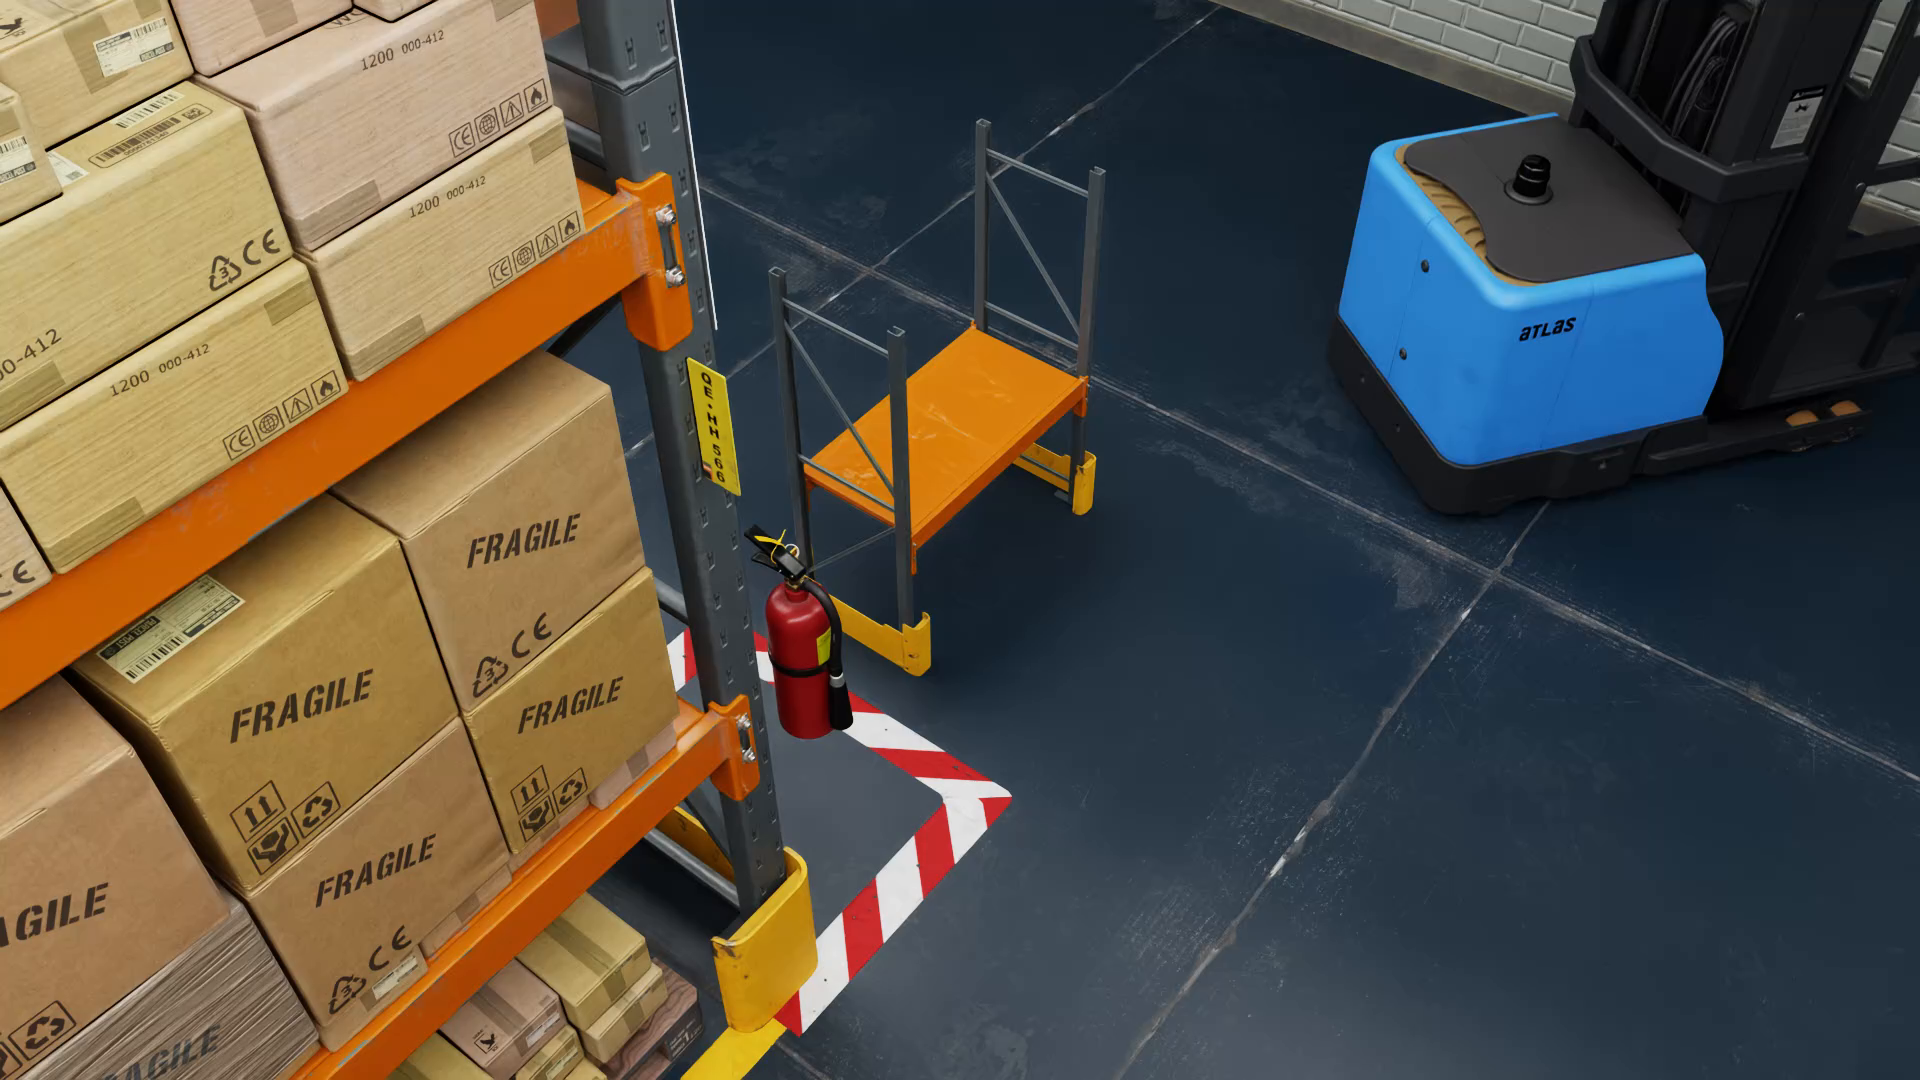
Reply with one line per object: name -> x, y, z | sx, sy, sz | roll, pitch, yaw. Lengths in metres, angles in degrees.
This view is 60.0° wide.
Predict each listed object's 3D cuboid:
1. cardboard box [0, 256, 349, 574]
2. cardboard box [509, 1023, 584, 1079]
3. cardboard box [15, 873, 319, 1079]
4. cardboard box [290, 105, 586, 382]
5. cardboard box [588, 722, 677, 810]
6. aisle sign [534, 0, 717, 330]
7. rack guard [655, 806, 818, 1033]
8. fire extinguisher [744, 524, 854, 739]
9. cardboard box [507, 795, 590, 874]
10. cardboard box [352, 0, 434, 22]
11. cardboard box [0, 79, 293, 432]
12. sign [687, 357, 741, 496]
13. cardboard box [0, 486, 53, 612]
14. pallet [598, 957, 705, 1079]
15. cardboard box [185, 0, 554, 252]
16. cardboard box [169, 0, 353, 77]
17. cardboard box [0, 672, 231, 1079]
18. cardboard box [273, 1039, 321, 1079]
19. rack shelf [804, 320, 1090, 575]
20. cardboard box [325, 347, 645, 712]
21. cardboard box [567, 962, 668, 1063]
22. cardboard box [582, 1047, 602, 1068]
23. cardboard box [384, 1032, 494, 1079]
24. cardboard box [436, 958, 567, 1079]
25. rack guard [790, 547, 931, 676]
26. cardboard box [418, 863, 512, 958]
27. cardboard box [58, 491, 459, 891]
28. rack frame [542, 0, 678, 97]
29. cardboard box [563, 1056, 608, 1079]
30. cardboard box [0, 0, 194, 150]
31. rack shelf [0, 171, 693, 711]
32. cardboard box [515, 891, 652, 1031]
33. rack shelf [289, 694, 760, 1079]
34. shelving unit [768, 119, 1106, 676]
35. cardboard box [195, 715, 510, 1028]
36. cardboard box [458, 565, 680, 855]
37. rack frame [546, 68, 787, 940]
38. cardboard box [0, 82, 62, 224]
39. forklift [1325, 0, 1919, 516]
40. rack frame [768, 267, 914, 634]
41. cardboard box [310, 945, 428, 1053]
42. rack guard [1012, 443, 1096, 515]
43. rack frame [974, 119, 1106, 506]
cardboard box -> -1.299, -0.285, 2.477 | 0.500, 0.250, 0.500 | 29, 53, 25
cardboard box -> -1.224, 1.318, 4.392 | 0.380, 0.149, 0.250 | 28, 52, 24
cardboard box -> -1.617, 0.848, 3.091 | 0.500, 0.500, 0.500 | 29, 53, 25
cardboard box -> -0.993, -0.580, 2.759 | 0.500, 0.250, 0.500 | 28, 52, 24
cardboard box -> -0.900, 0.425, 3.943 | 0.380, 0.149, 0.250 | 29, 53, 25
aisle sign -> -0.642, -0.780, 3.123 | 0.394, 0.787, 0.004 | 29, 53, 25
rack guard -> -0.971, 0.934, 5.012 | 1.175, 0.500, 0.348 | 29, 53, 25
fire extinguisher -> -0.405, 0.243, 4.255 | 0.296, 0.674, 0.183 | 29, 53, 25
cardboard box -> -1.082, 0.551, 3.823 | 0.380, 0.149, 0.250 | 29, 53, 25
cardboard box -> -0.895, -0.947, 2.488 | 0.380, 0.149, 0.250 | 29, 53, 25
cardboard box -> -1.316, -0.461, 2.299 | 0.500, 0.250, 0.500 | 28, 52, 24
sign -> -0.497, -0.225, 3.371 | 0.100, 0.325, 0.005 | 29, 53, 25
cardboard box -> -1.613, -0.007, 2.211 | 0.500, 0.250, 0.500 | 31, 54, 26
pallet -> -1.495, 1.483, 4.687 | 1.003, 0.211, 1.213 | 29, 53, 25
cardboard box -> -1.005, -0.754, 2.579 | 0.500, 0.250, 0.500 | 28, 52, 24
cardboard box -> -1.106, -0.840, 2.386 | 0.380, 0.149, 0.250 | 30, 53, 25
cardboard box -> -1.628, 0.508, 2.724 | 0.500, 0.500, 0.500 | 32, 54, 27
cardboard box -> -1.545, 0.995, 3.398 | 0.380, 0.149, 0.250 | 27, 52, 23
rack shelf -> -0.052, -0.345, 5.791 | 0.538, 0.185, 1.000 | 29, 53, 25
cardboard box -> -1.007, -0.084, 3.289 | 0.500, 0.500, 0.500 | 28, 52, 24
cardboard box -> -1.021, 1.192, 4.512 | 0.380, 0.149, 0.250 | 28, 52, 24
cardboard box -> -1.081, 1.260, 4.653 | 0.380, 0.149, 0.250 | 30, 53, 26
cardboard box -> -1.304, 1.399, 4.109 | 0.380, 0.149, 0.250 | 28, 52, 24
cardboard box -> -1.246, 1.195, 4.304 | 0.380, 0.149, 0.250 | 30, 53, 26
rack guard -> -0.351, 0.242, 5.846 | 0.587, 0.250, 0.087 | 29, 53, 25
cardboard box -> -1.223, 0.701, 3.679 | 0.380, 0.149, 0.250 | 29, 53, 25
cardboard box -> -1.317, 0.206, 3.012 | 0.500, 0.500, 0.500 | 27, 52, 24
rack frame -> -0.924, -2.045, 1.980 | 1.000, 3.000, 0.127 | 29, 53, 25
cardboard box -> -1.158, 1.452, 4.469 | 0.380, 0.149, 0.250 | 31, 54, 26
cardboard box -> -1.280, -0.702, 2.254 | 0.380, 0.149, 0.250 | 28, 52, 24
rack shelf -> -2.147, 0.384, 2.232 | 1.077, 0.370, 4.000 | 29, 53, 25
cardboard box -> -1.047, 1.076, 4.417 | 0.380, 0.149, 0.250 | 30, 53, 25
rack shelf -> -2.147, 1.420, 3.317 | 1.077, 0.370, 4.000 | 29, 53, 25
shelving unit -> -0.047, -0.474, 5.666 | 0.587, 1.500, 1.083 | 29, 53, 25
cardboard box -> -1.314, 0.553, 3.372 | 0.500, 0.500, 0.500 | 28, 53, 24
cardboard box -> -0.995, 0.261, 3.652 | 0.500, 0.500, 0.500 | 30, 53, 26
rack frame -> -0.924, 0.027, 4.150 | 1.000, 3.000, 0.127 | 29, 53, 25
cardboard box -> -1.355, -0.503, 2.064 | 0.380, 0.149, 0.250 | 30, 53, 26
forklift -> 3.086, -1.717, 5.863 | 3.031, 2.935, 1.130 | -12, 48, -11
rack frame -> -0.363, -0.178, 5.383 | 0.500, 1.500, 0.032 | 29, 53, 25
cardboard box -> -1.361, 0.858, 3.530 | 0.380, 0.149, 0.250 | 31, 54, 26
rack guard -> 0.258, -0.328, 6.390 | 0.587, 0.250, 0.087 | 29, 53, 25
rack frame -> 0.259, -0.760, 5.939 | 0.500, 1.500, 0.032 | 29, 53, 25
